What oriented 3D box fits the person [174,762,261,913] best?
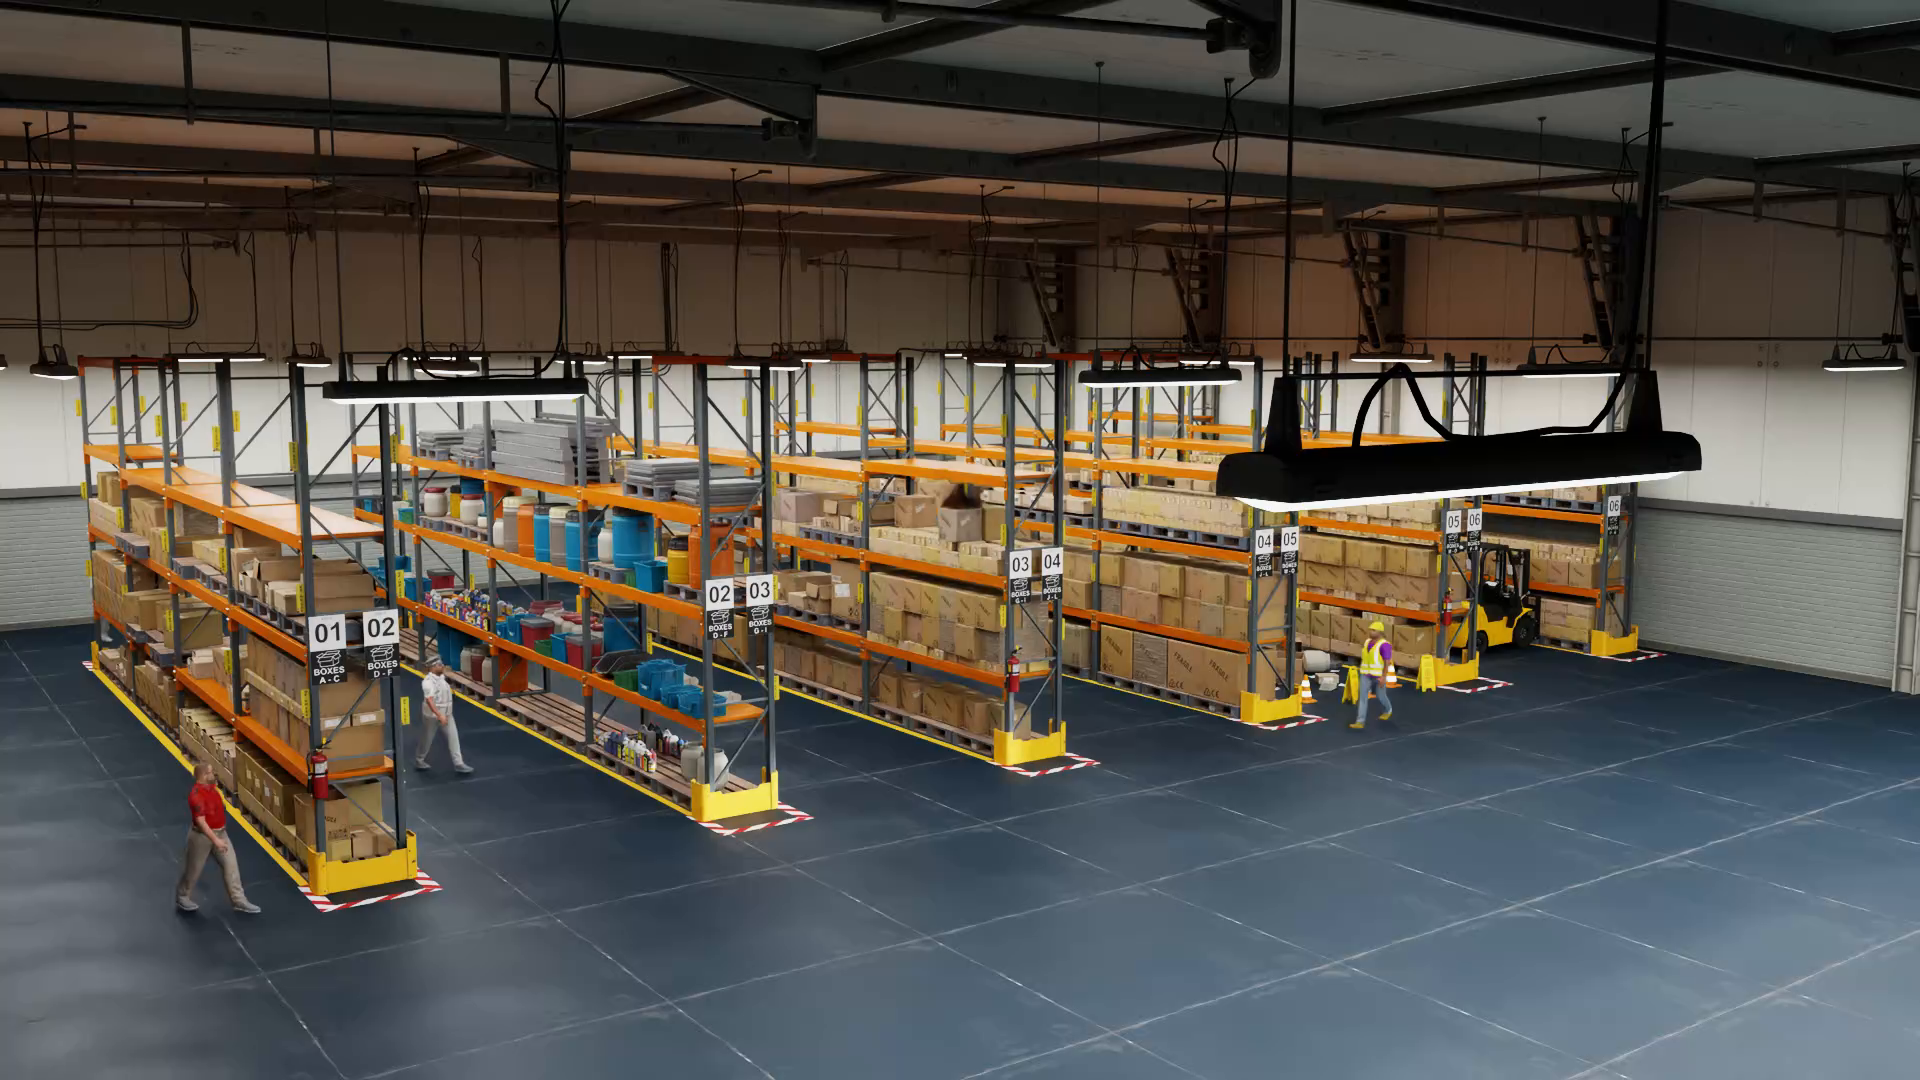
[{"bbox_3d":[-8.240,3.273,18.275,1.025,1.675,0.508,3,7,22],"label":"person"}]

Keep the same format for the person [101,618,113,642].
[{"bbox_3d":[-17.480,1.269,34.466,0.961,1.716,0.600,3,8,24],"label":"person"}]

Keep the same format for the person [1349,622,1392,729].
[{"bbox_3d":[6.757,2.197,27.098,0.540,1.734,1.028,5,8,33],"label":"person"}]

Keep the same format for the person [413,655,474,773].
[{"bbox_3d":[-7.600,2.525,24.252,1.037,1.722,0.523,5,9,35],"label":"person"}]
